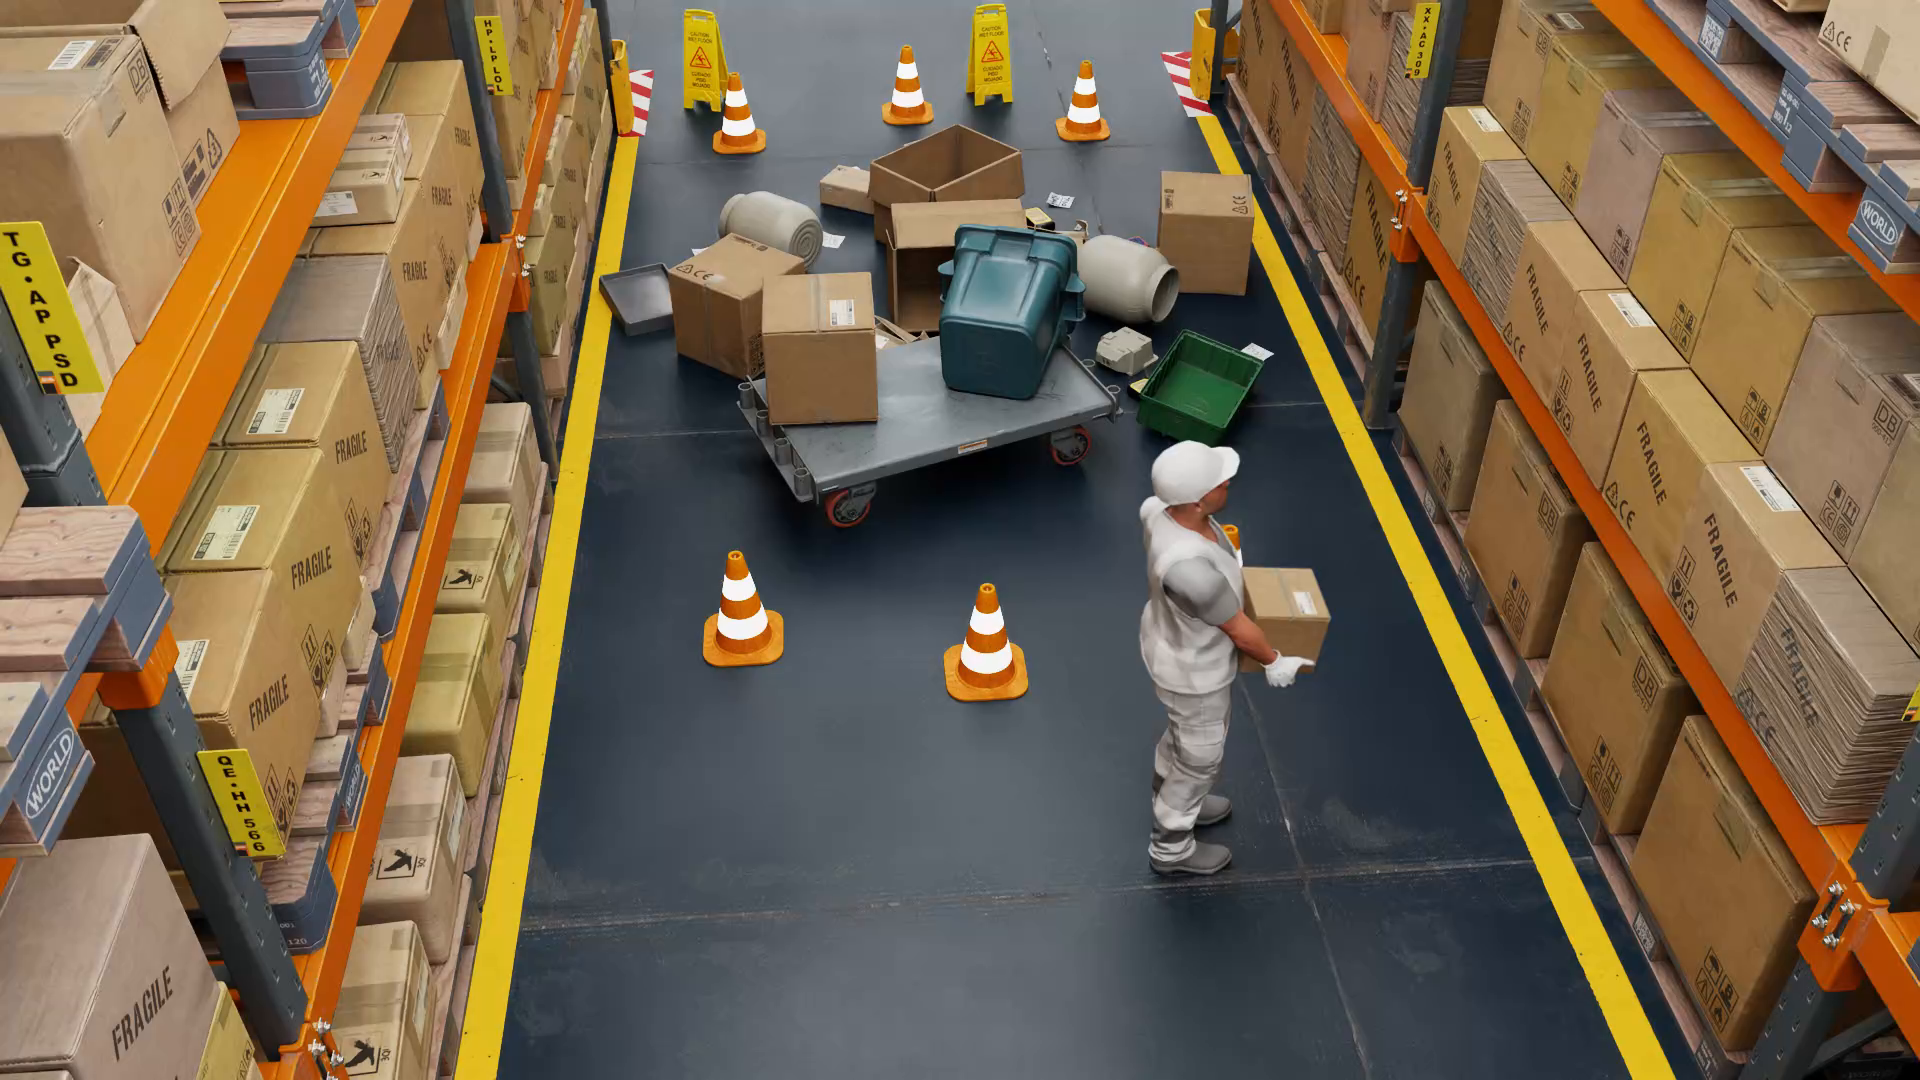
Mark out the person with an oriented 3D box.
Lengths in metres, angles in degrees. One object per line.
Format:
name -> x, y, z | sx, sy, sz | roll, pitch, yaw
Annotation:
person -> 0.878, 0.400, 5.642 | 0.573, 1.782, 0.494 | -3, 39, -4
